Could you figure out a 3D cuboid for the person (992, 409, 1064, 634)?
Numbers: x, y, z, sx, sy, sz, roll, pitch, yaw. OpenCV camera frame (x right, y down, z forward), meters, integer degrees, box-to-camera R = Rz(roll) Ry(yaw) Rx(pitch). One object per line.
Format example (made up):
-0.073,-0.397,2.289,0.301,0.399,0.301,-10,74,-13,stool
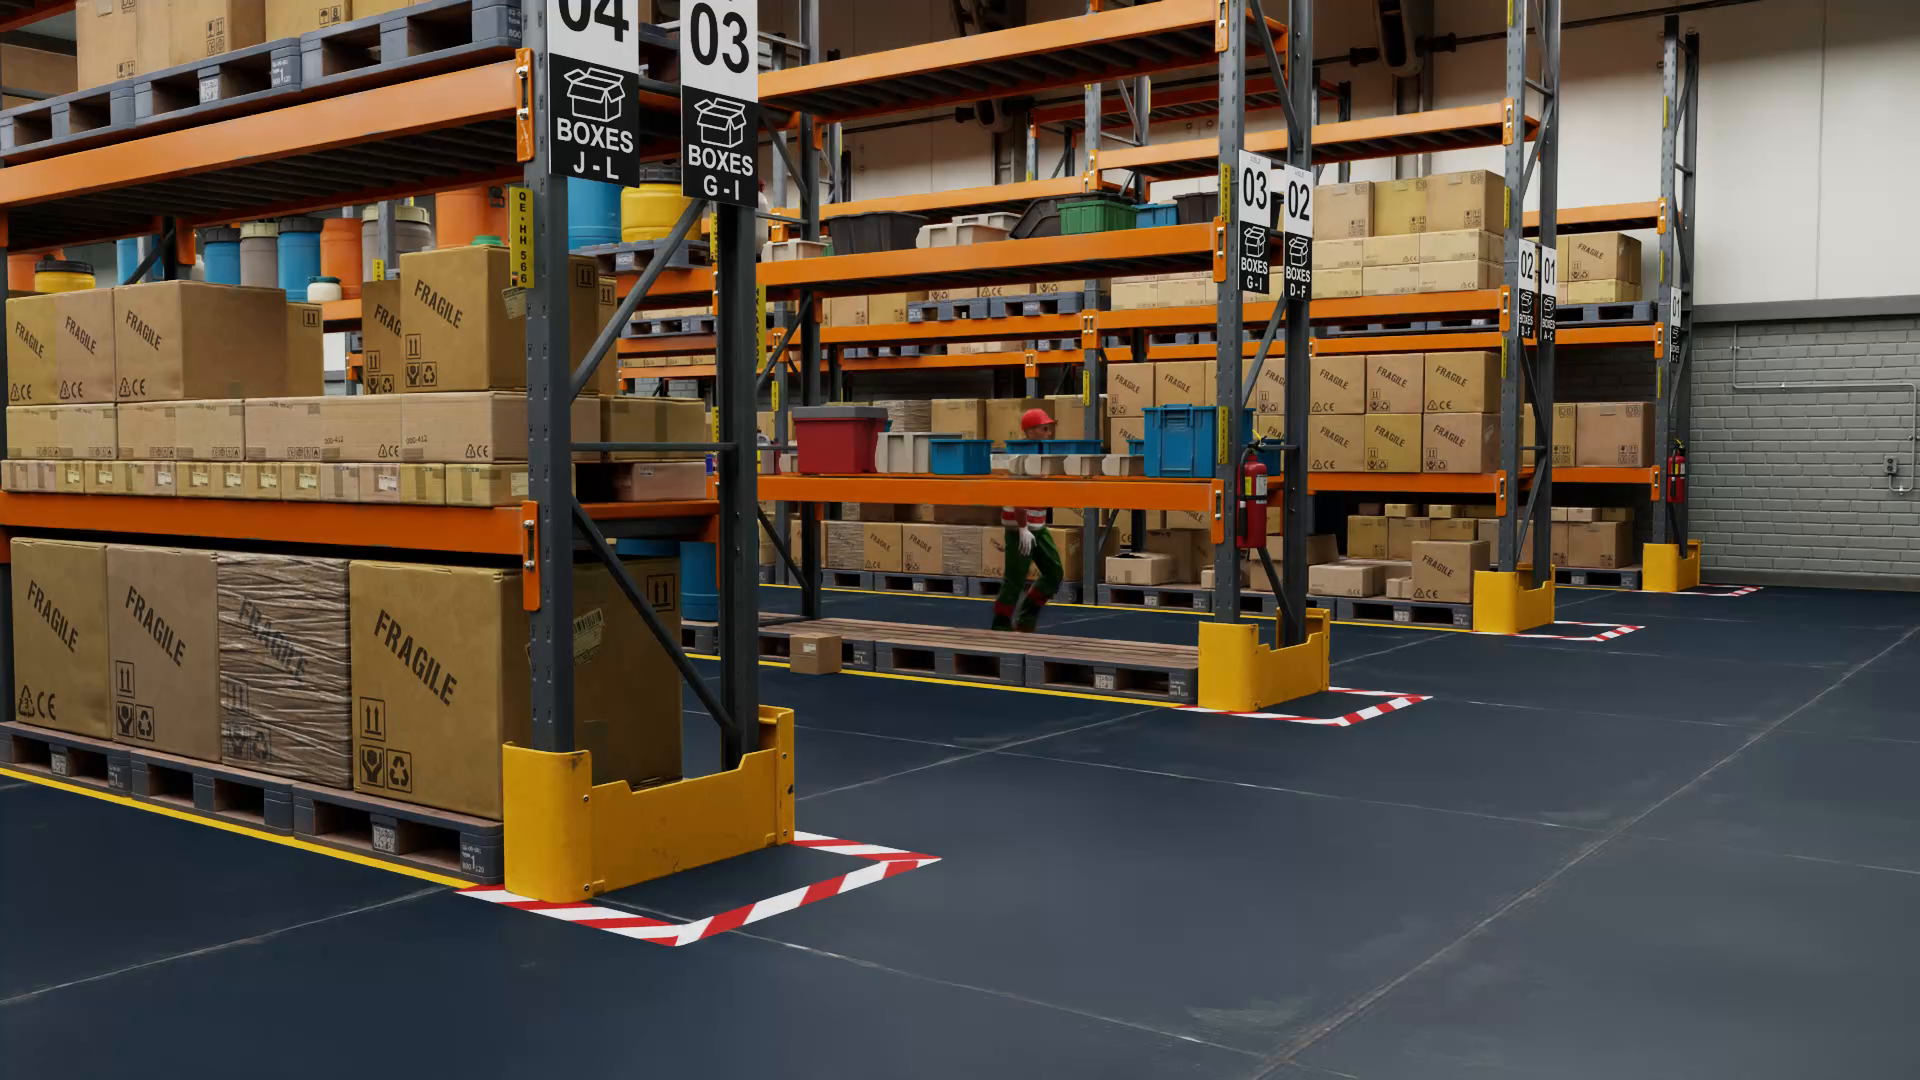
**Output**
0.483,-0.082,12.254,0.518,1.766,0.579,1,3,16,person
